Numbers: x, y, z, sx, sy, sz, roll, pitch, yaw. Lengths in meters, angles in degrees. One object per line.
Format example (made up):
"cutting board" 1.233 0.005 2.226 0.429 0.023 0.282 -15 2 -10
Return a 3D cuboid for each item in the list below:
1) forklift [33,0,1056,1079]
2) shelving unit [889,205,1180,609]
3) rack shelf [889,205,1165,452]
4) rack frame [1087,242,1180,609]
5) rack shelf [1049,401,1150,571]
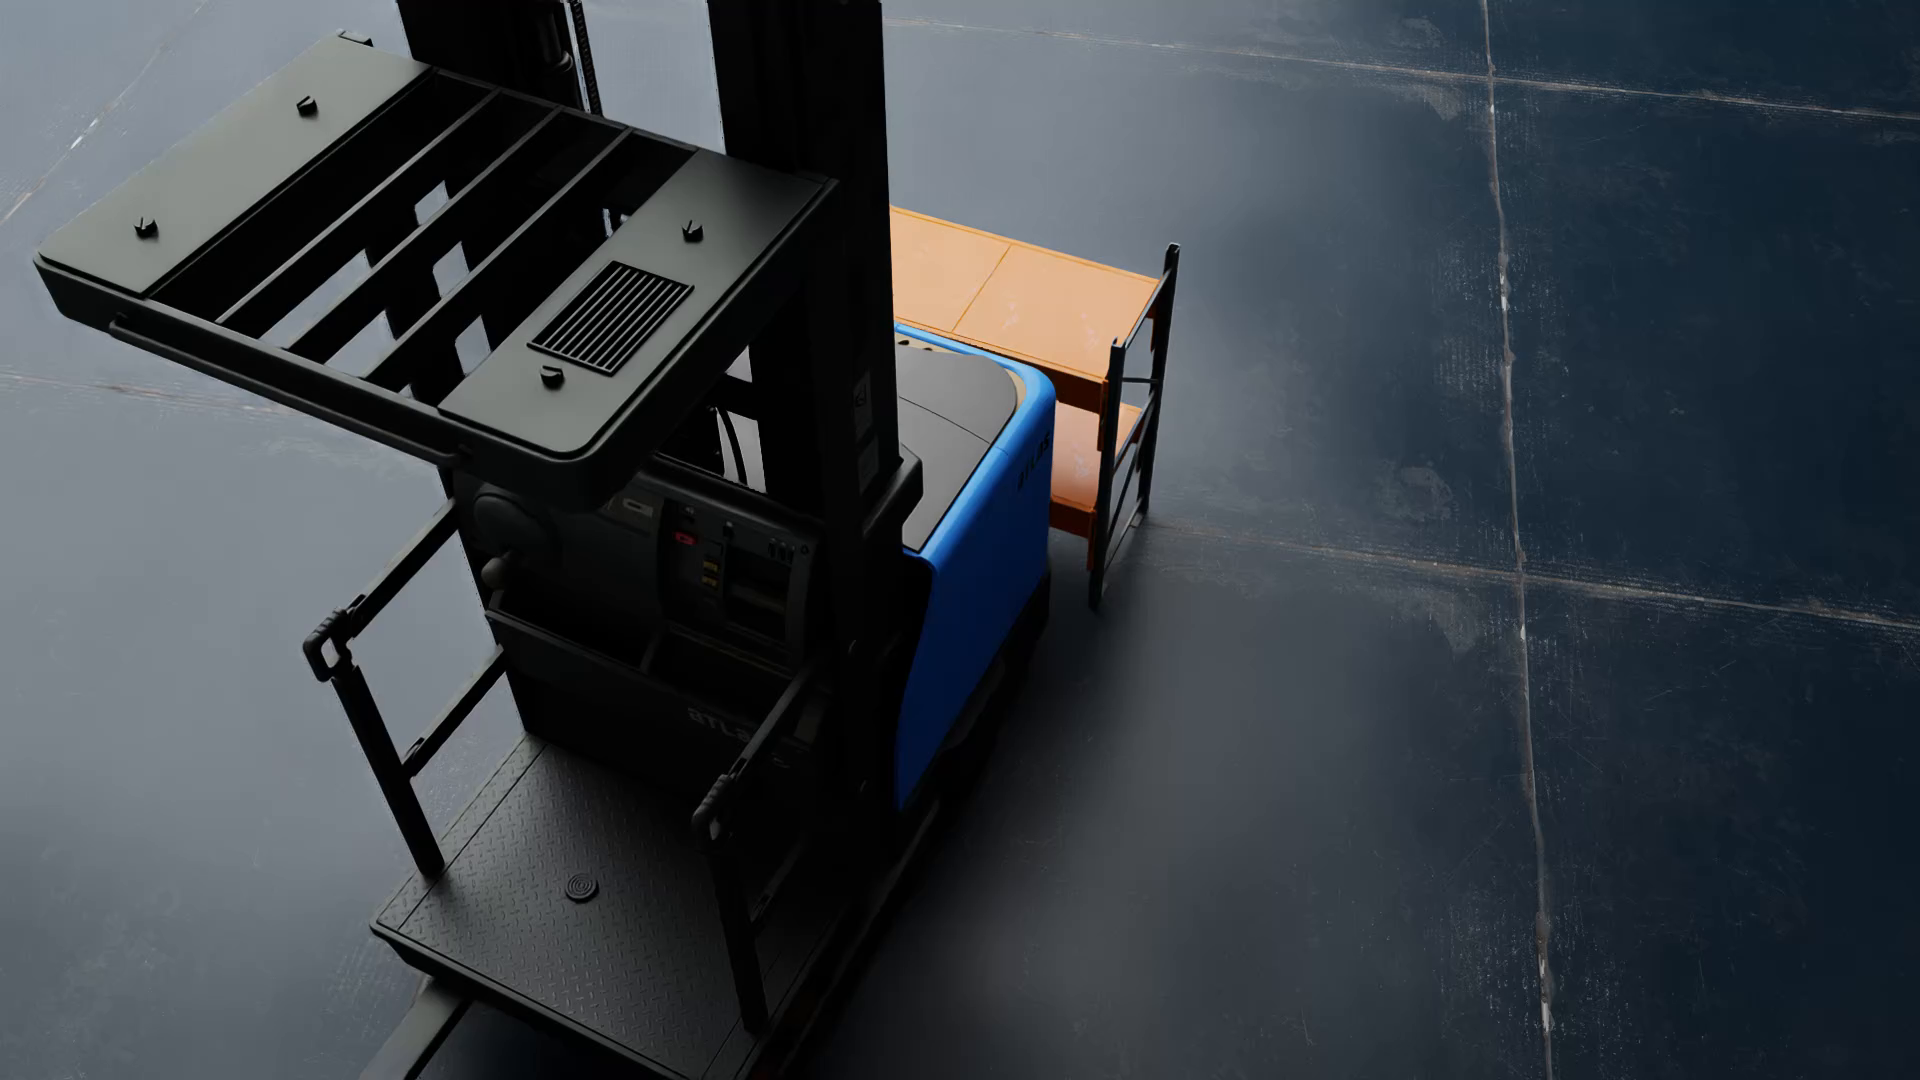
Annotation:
"forklift" -0.824 0.104 3.550 1.130 2.935 3.031 20 51 17
"shelving unit" 0.068 -0.482 5.290 1.048 1.125 0.538 19 51 16
"rack shelf" 0.068 -0.677 5.072 1.000 0.278 0.538 19 51 16
"rack frame" 0.531 -0.327 5.151 0.032 1.125 0.500 19 51 16
"rack shelf" 0.068 -0.318 5.472 1.000 0.278 0.538 19 51 16
